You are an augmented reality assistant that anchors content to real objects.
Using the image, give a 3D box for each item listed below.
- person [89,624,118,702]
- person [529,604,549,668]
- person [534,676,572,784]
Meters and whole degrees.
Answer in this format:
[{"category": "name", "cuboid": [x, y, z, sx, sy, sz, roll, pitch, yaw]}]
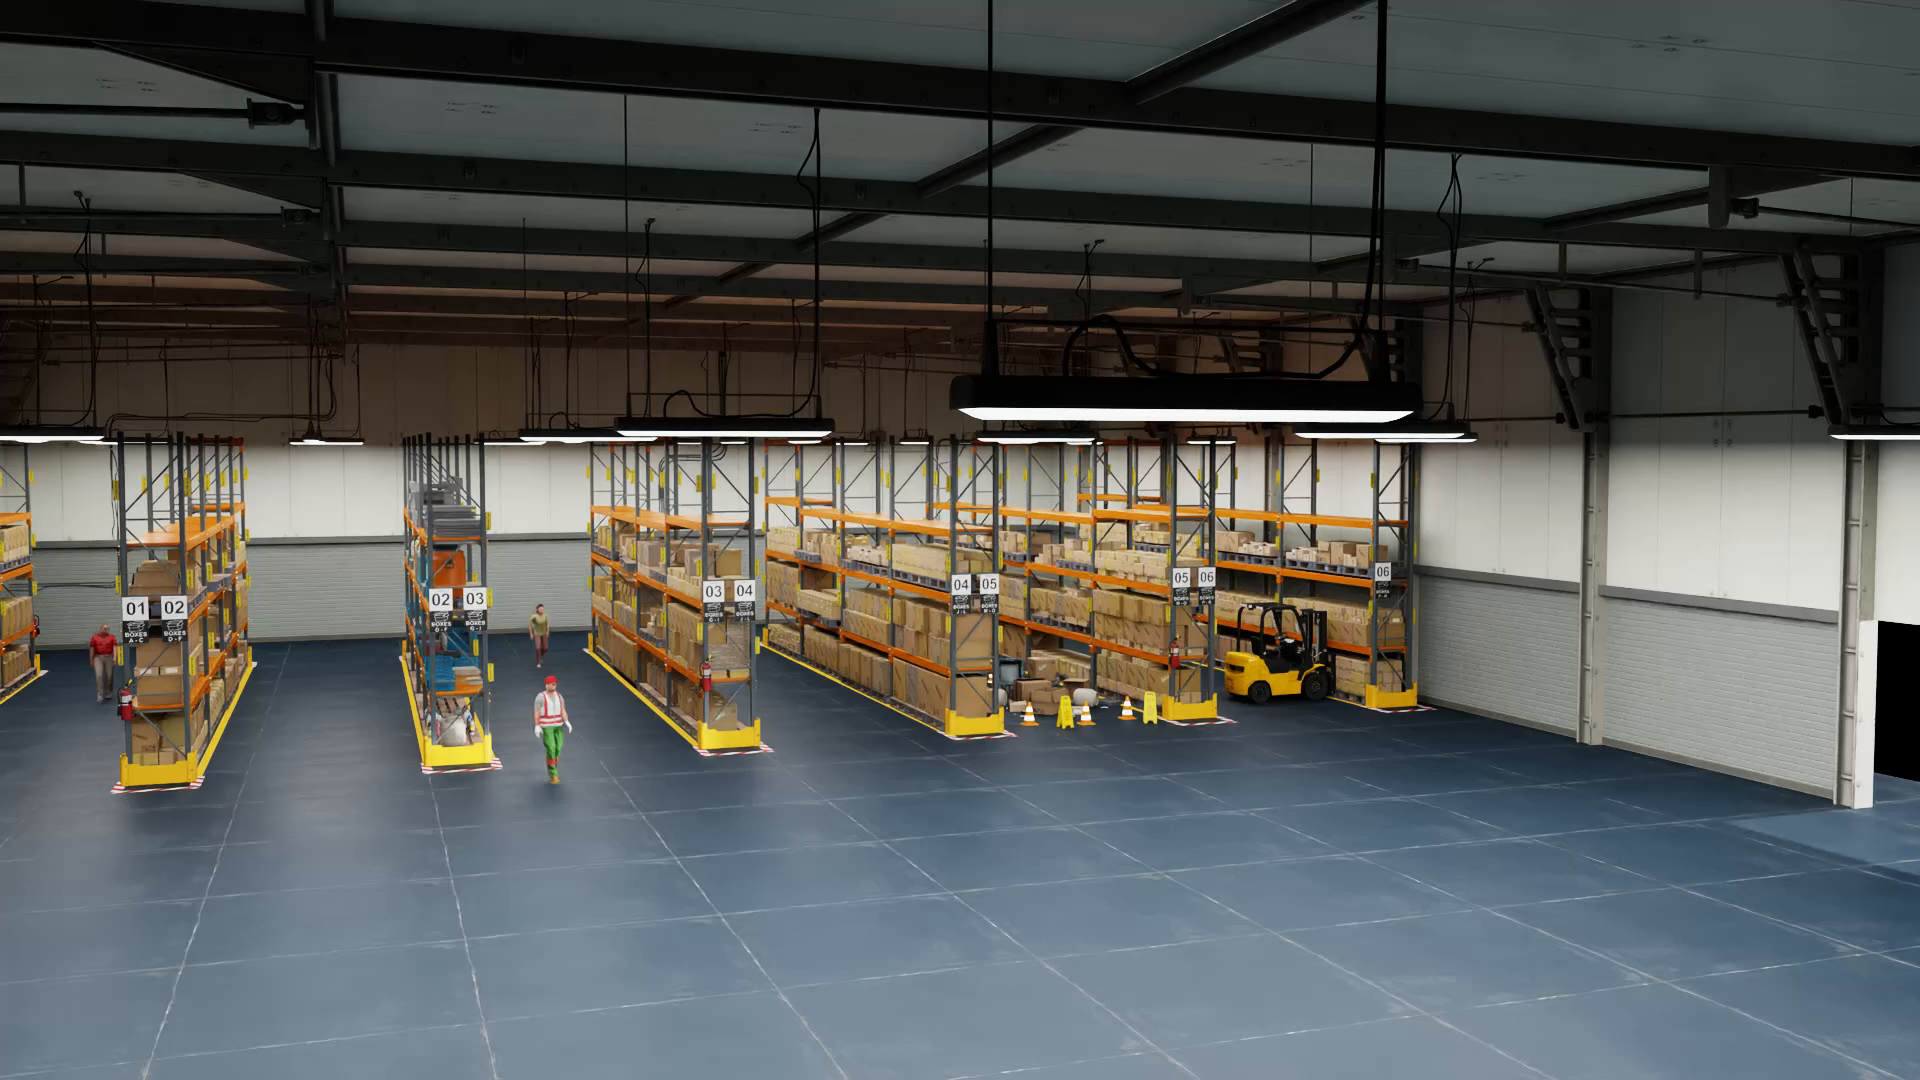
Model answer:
[{"category": "person", "cuboid": [-19.424, 2.782, 37.791, 0.559, 1.737, 0.711, -2, 4, -36]}, {"category": "person", "cuboid": [-11.052, 2.491, 43.612, 0.535, 1.653, 0.639, -2, 4, -35]}, {"category": "person", "cuboid": [-6.955, 3.261, 28.618, 0.668, 1.818, 0.550, 3, 4, 44]}]
